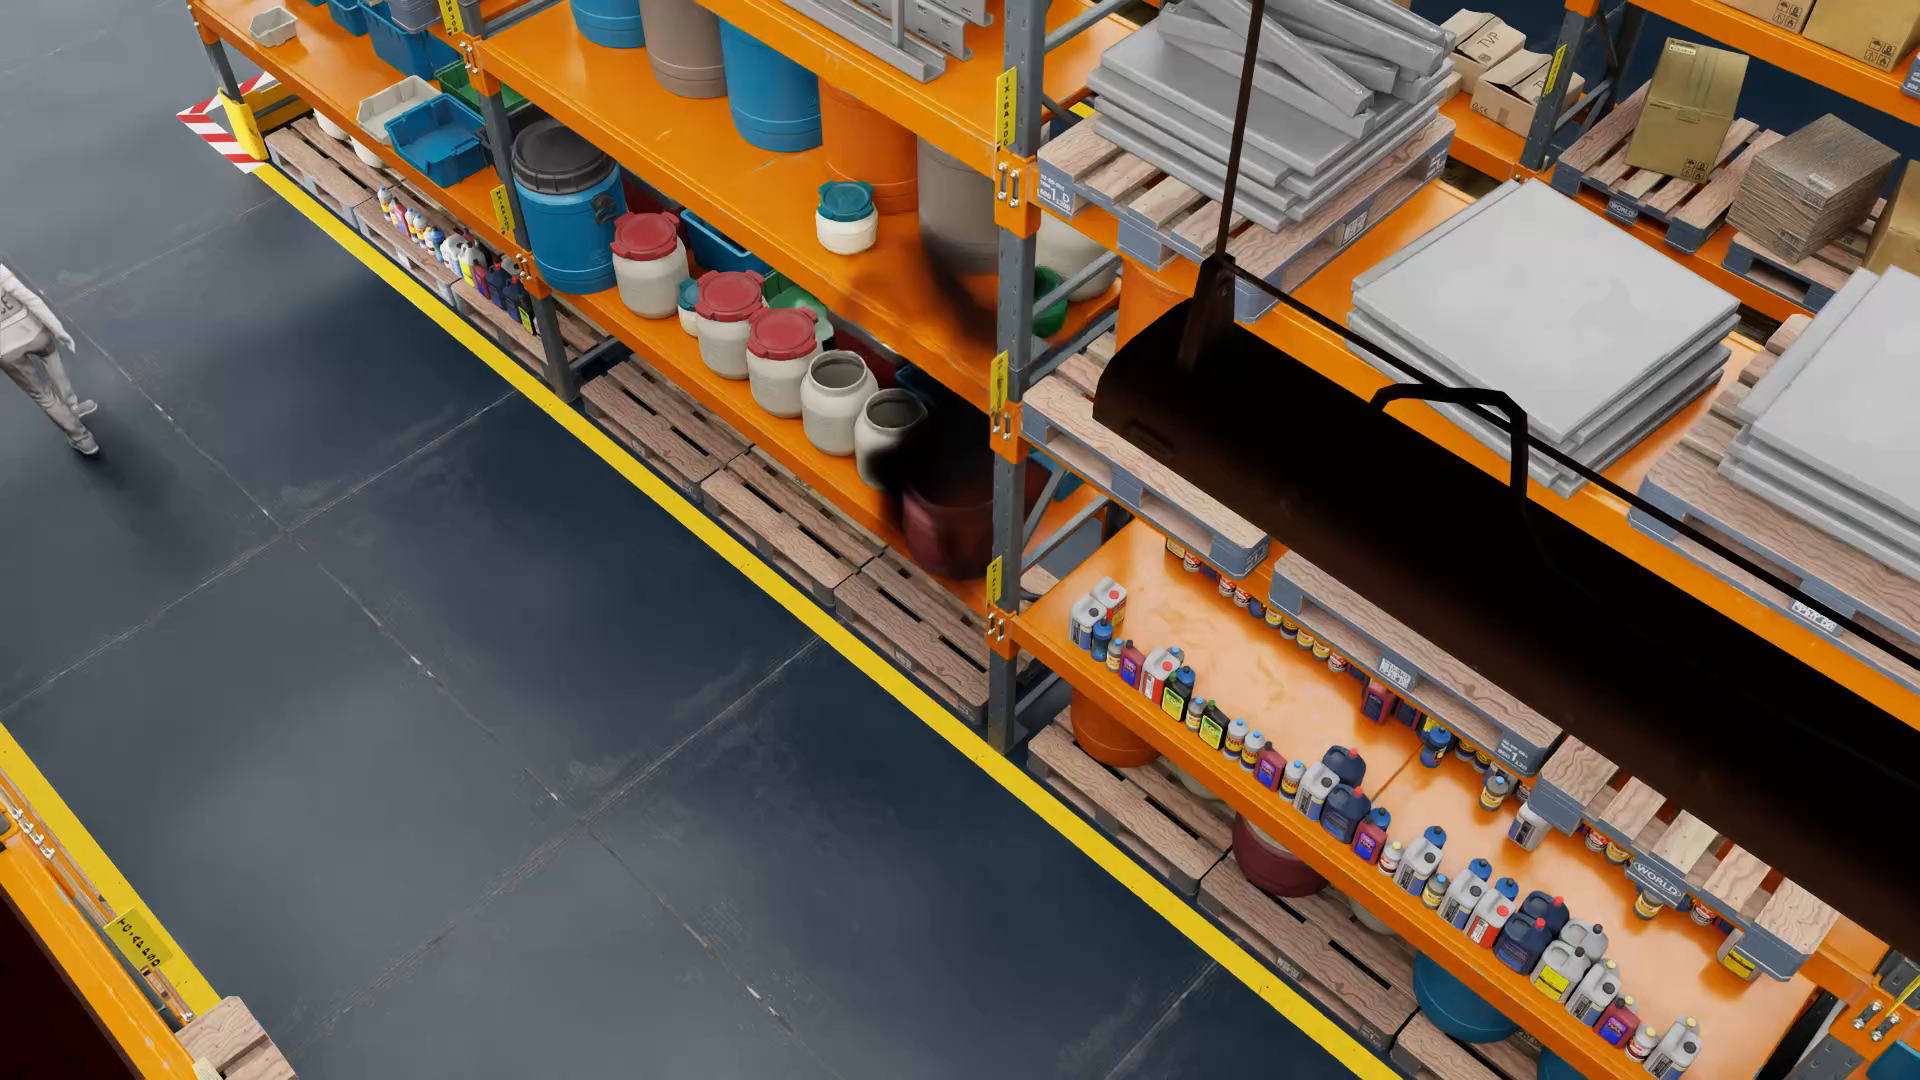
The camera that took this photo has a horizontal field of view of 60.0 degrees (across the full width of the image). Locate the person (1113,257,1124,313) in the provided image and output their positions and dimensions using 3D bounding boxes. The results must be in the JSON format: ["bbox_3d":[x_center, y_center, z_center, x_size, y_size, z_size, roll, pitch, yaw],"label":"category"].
[{"bbox_3d":[1.062,-1.715,10.339,0.715,1.882,0.650,30,56,23],"label":"person"}]

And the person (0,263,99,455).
[{"bbox_3d":[-5.911,-1.220,10.351,0.590,1.604,0.698,-36,59,-26],"label":"person"}]
